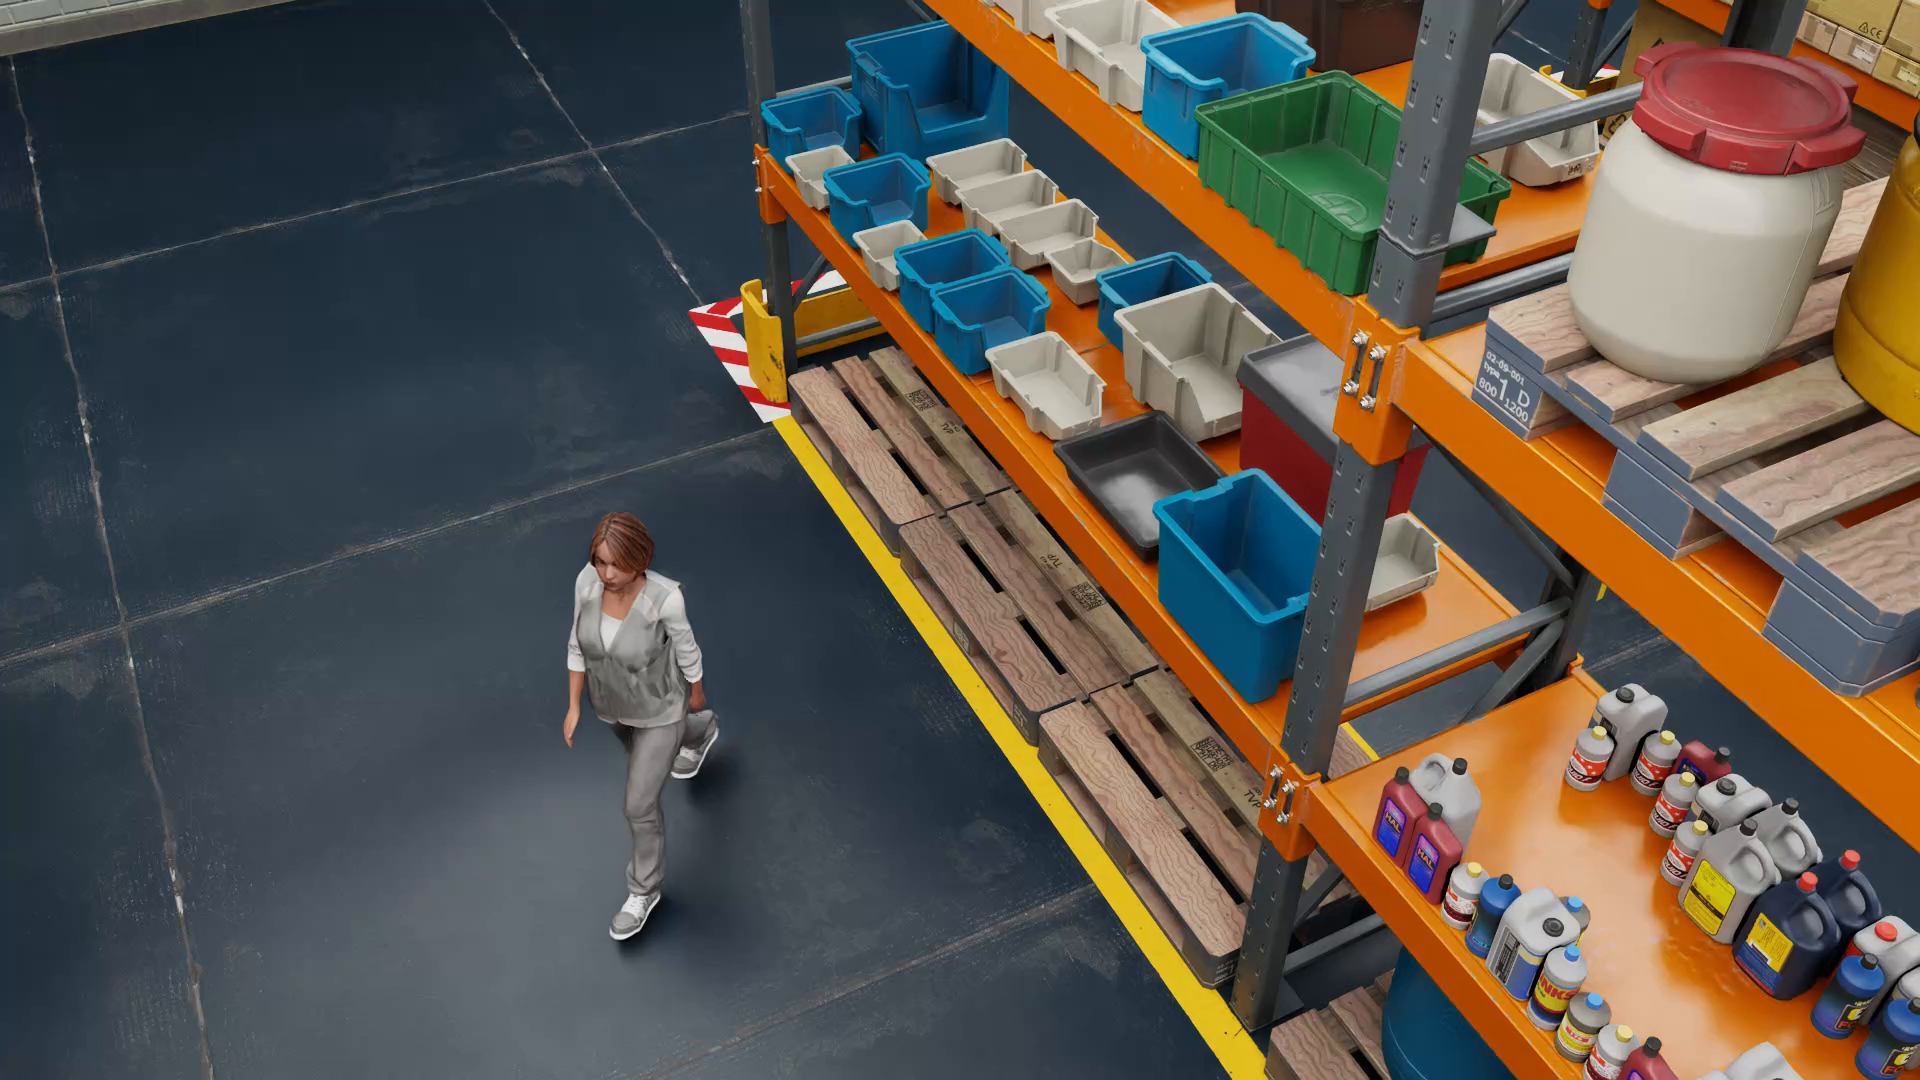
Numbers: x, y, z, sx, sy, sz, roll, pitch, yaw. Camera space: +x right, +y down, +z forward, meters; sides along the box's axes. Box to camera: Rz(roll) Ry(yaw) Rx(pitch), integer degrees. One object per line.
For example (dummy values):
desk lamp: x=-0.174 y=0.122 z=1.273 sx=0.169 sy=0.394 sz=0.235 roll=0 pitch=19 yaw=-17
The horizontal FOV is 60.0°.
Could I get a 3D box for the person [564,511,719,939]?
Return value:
person: x=-1.073 y=0.521 z=5.575 sx=0.406 sy=1.546 sz=0.930 roll=17 pitch=45 yaw=18
